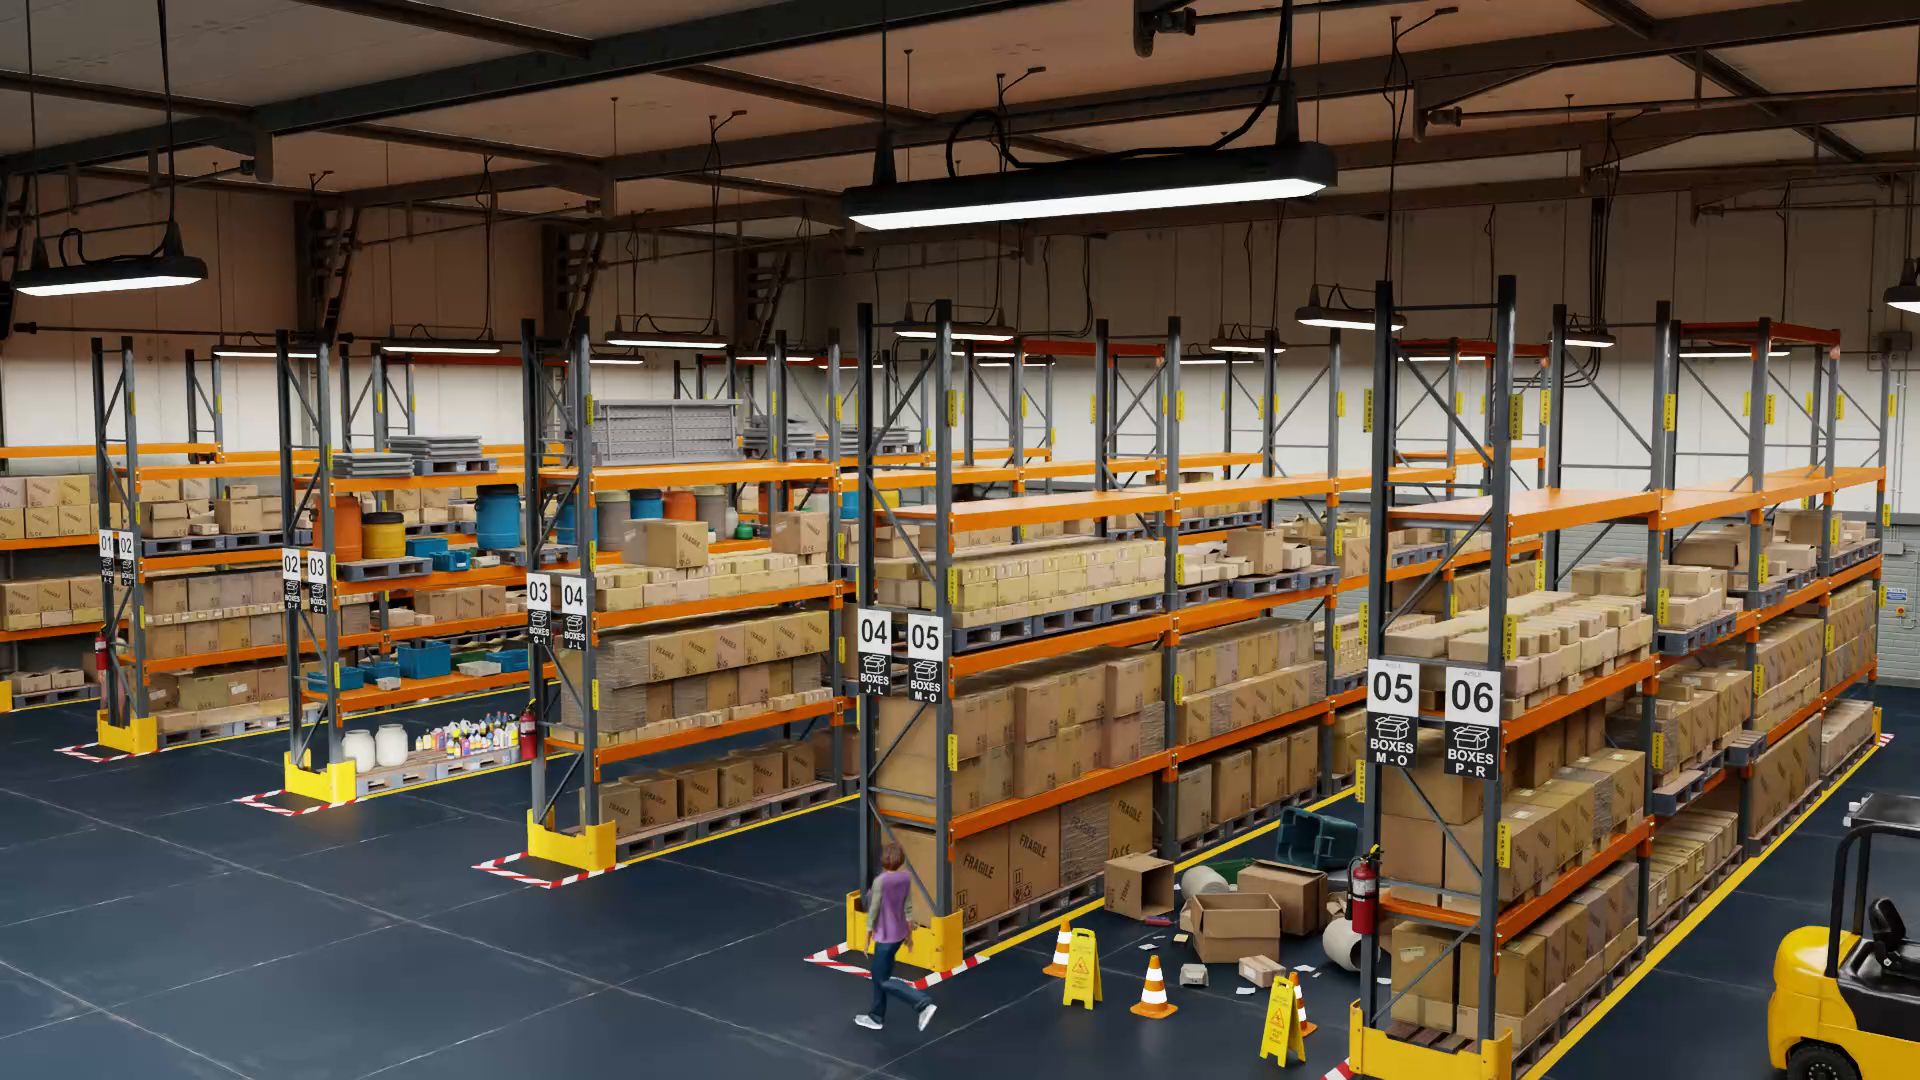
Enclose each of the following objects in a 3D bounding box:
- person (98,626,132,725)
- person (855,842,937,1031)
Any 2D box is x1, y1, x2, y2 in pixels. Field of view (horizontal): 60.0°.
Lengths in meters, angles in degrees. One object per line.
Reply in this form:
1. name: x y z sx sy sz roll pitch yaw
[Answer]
1. person: -13.144 2.128 25.835 0.520 1.737 0.398 -4 6 -35
2. person: -0.532 3.210 13.399 0.760 1.575 0.401 1 5 15
